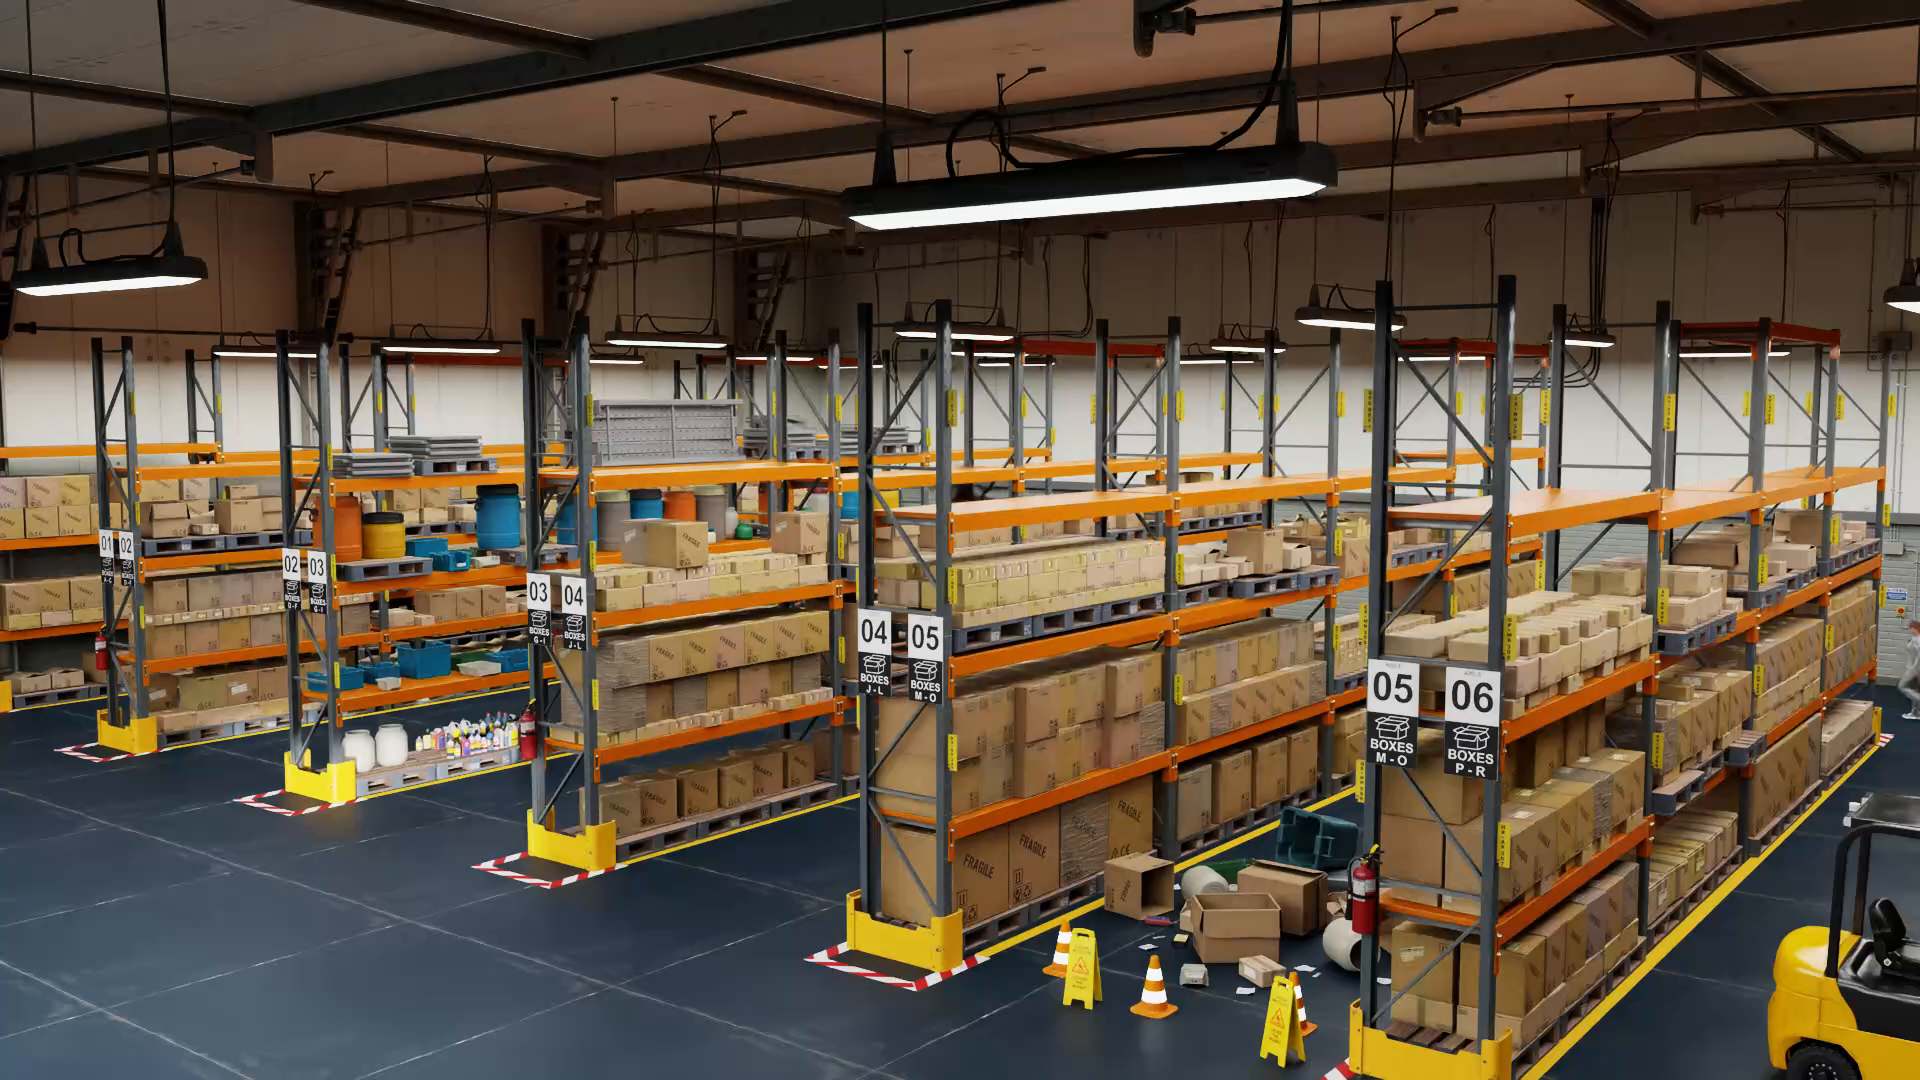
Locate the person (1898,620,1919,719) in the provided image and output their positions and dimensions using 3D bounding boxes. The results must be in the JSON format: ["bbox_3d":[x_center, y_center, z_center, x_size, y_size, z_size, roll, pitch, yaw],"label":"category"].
[{"bbox_3d":[15.172,2.060,26.395,0.443,1.588,0.393,4,6,35],"label":"person"}]
